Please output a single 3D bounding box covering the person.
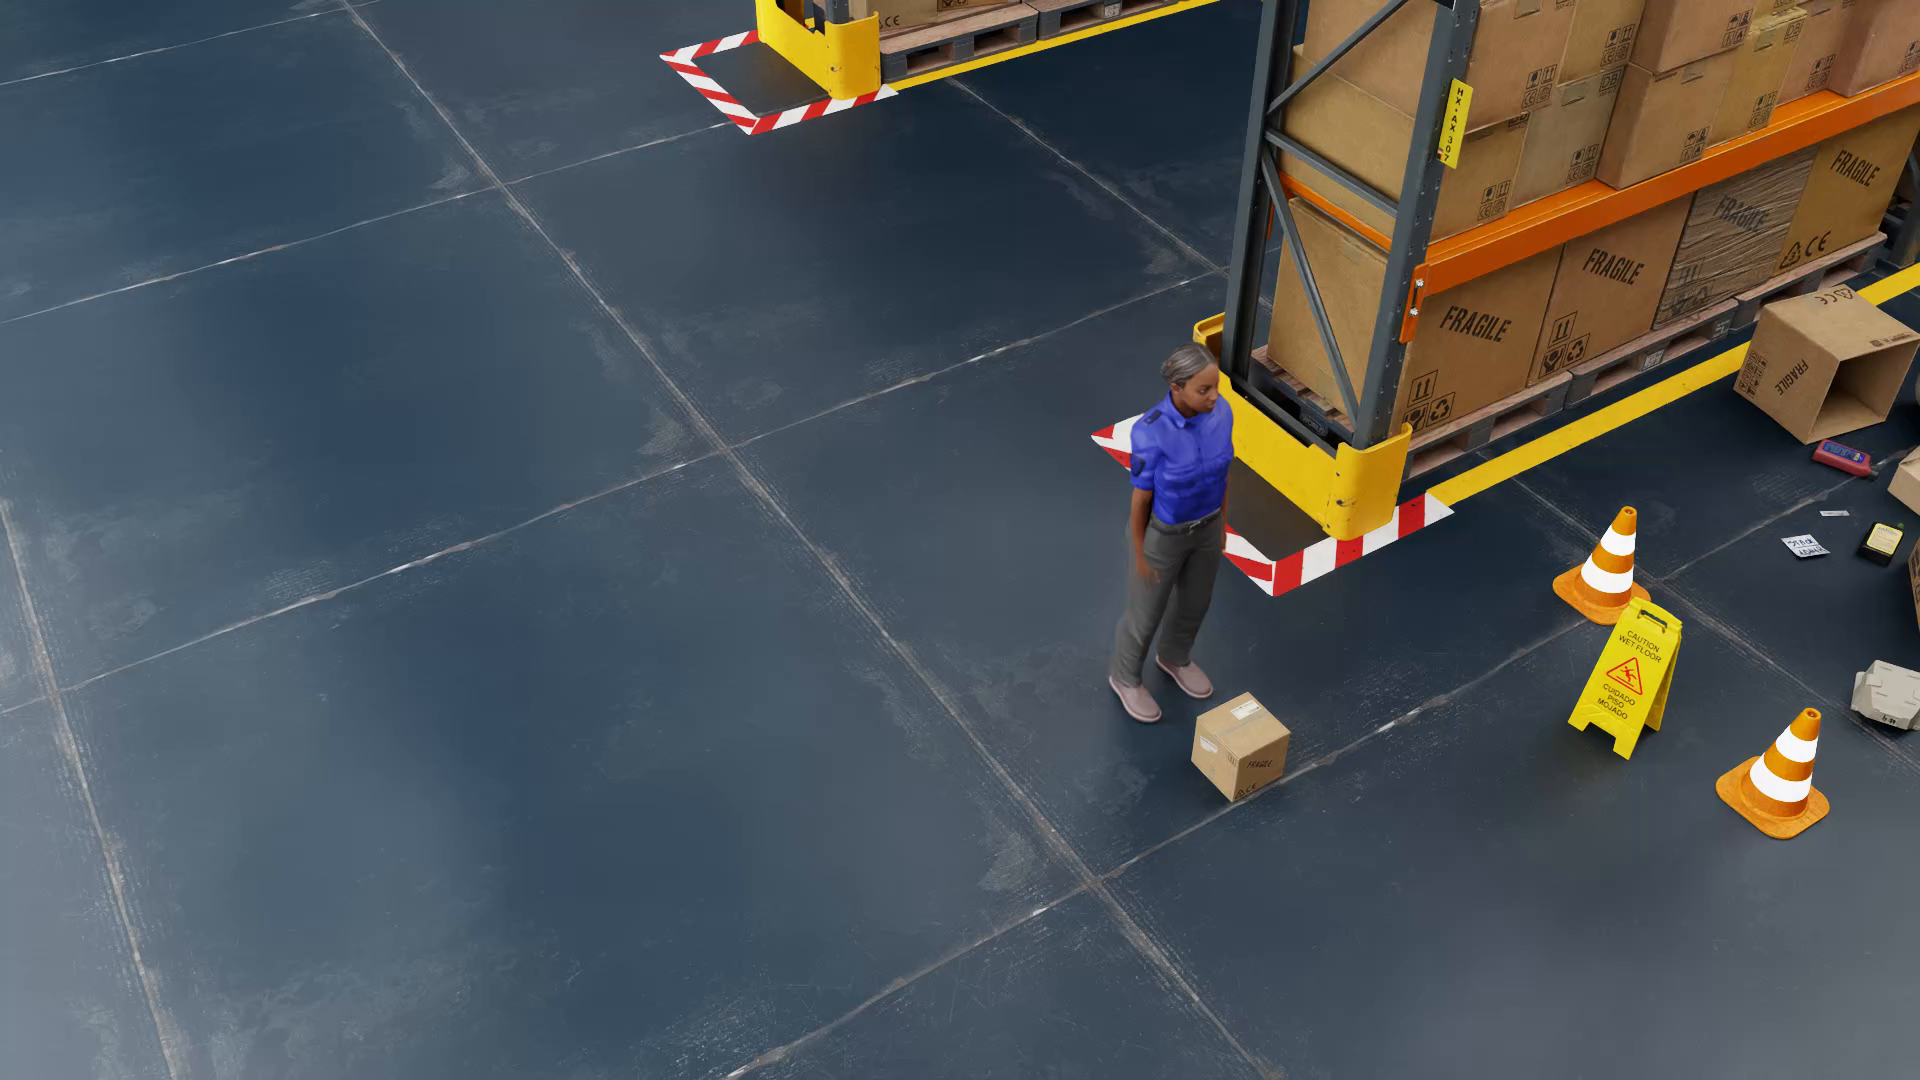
[{"bbox_3d":[0.812,-0.025,6.192,0.436,1.657,0.304,-21,45,-23],"label":"person"}]
